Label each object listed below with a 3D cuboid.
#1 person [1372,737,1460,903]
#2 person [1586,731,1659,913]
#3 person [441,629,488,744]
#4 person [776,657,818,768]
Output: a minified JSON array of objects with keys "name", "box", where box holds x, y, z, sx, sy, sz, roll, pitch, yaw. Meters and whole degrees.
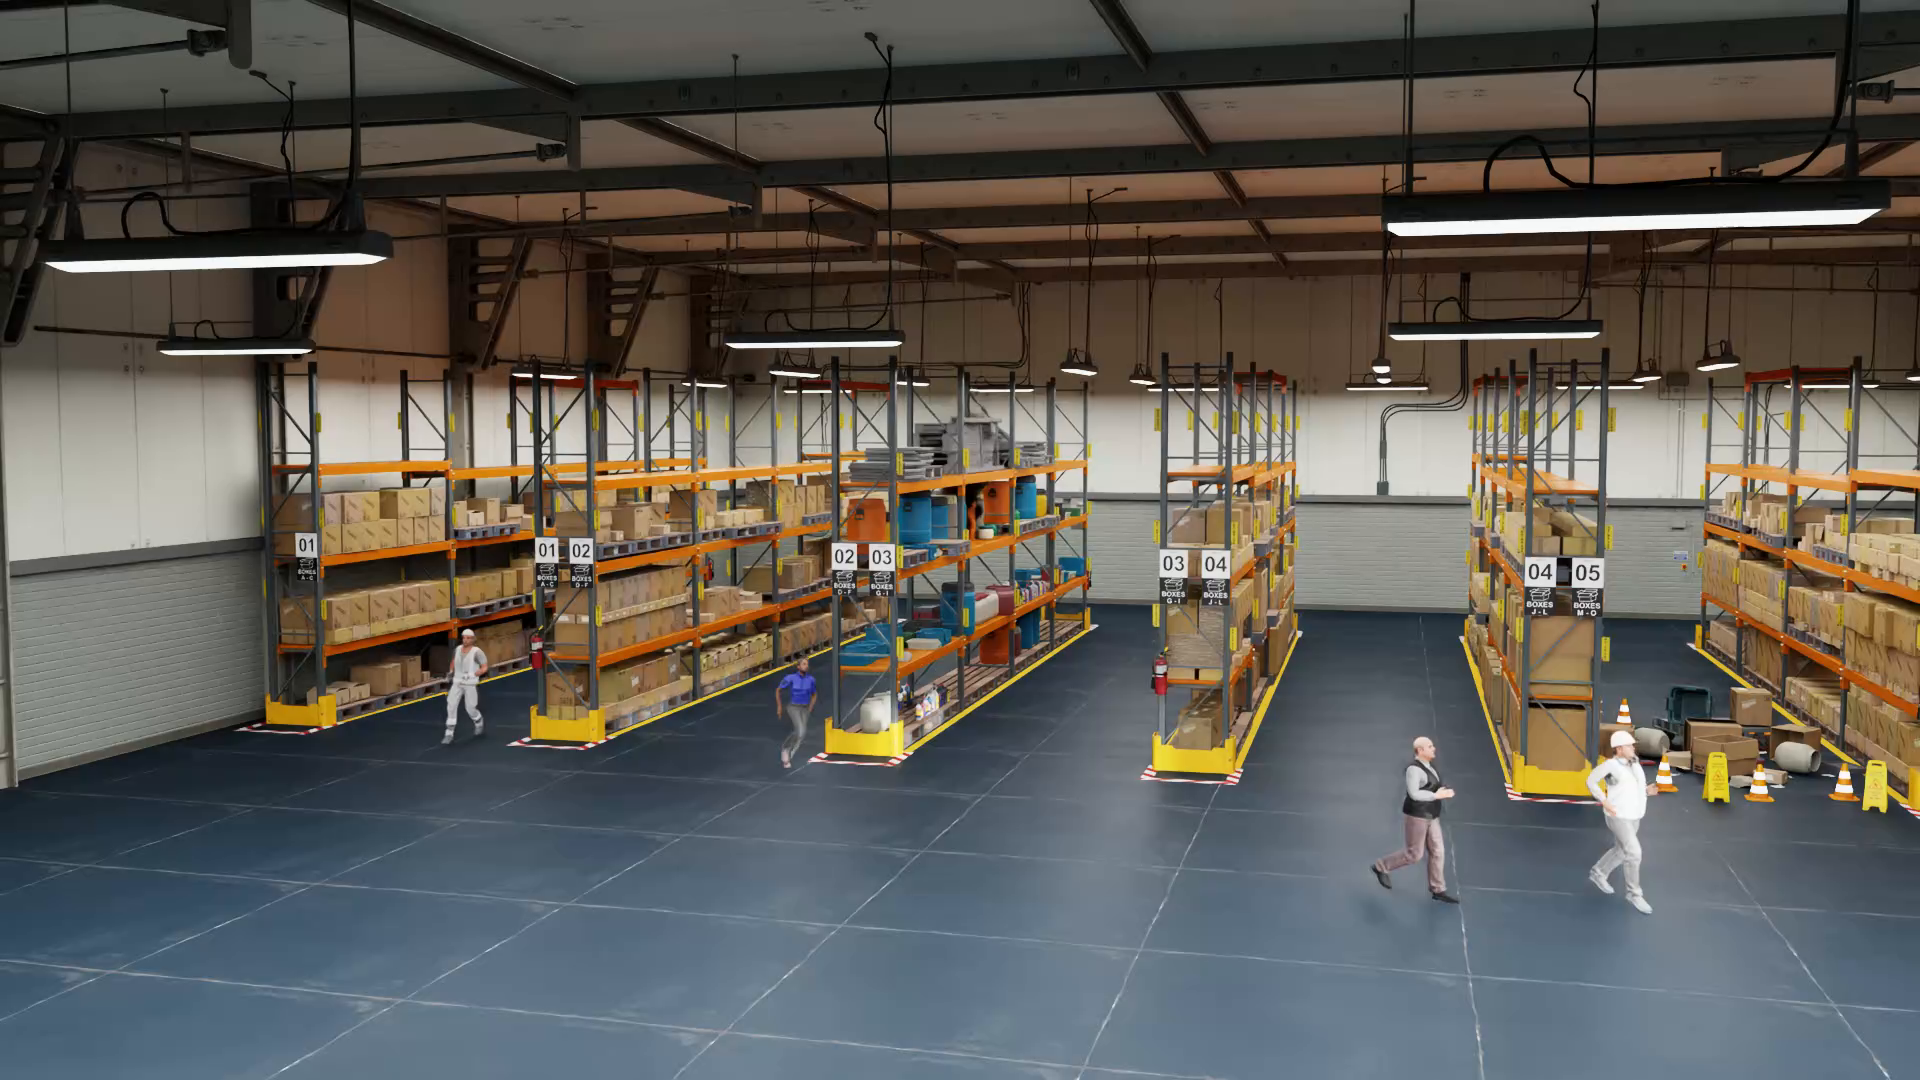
[{"name":"person","box":[4.799,2.902,17.416,0.924,1.704,0.659,3,5,37]},{"name":"person","box":[6.896,2.888,17.298,0.649,1.810,0.796,-3,5,-36]},{"name":"person","box":[-7.789,2.277,26.164,0.666,1.749,0.965,1,4,12]},{"name":"person","box":[-2.316,2.507,24.141,0.598,1.584,0.554,-3,5,-32]}]
